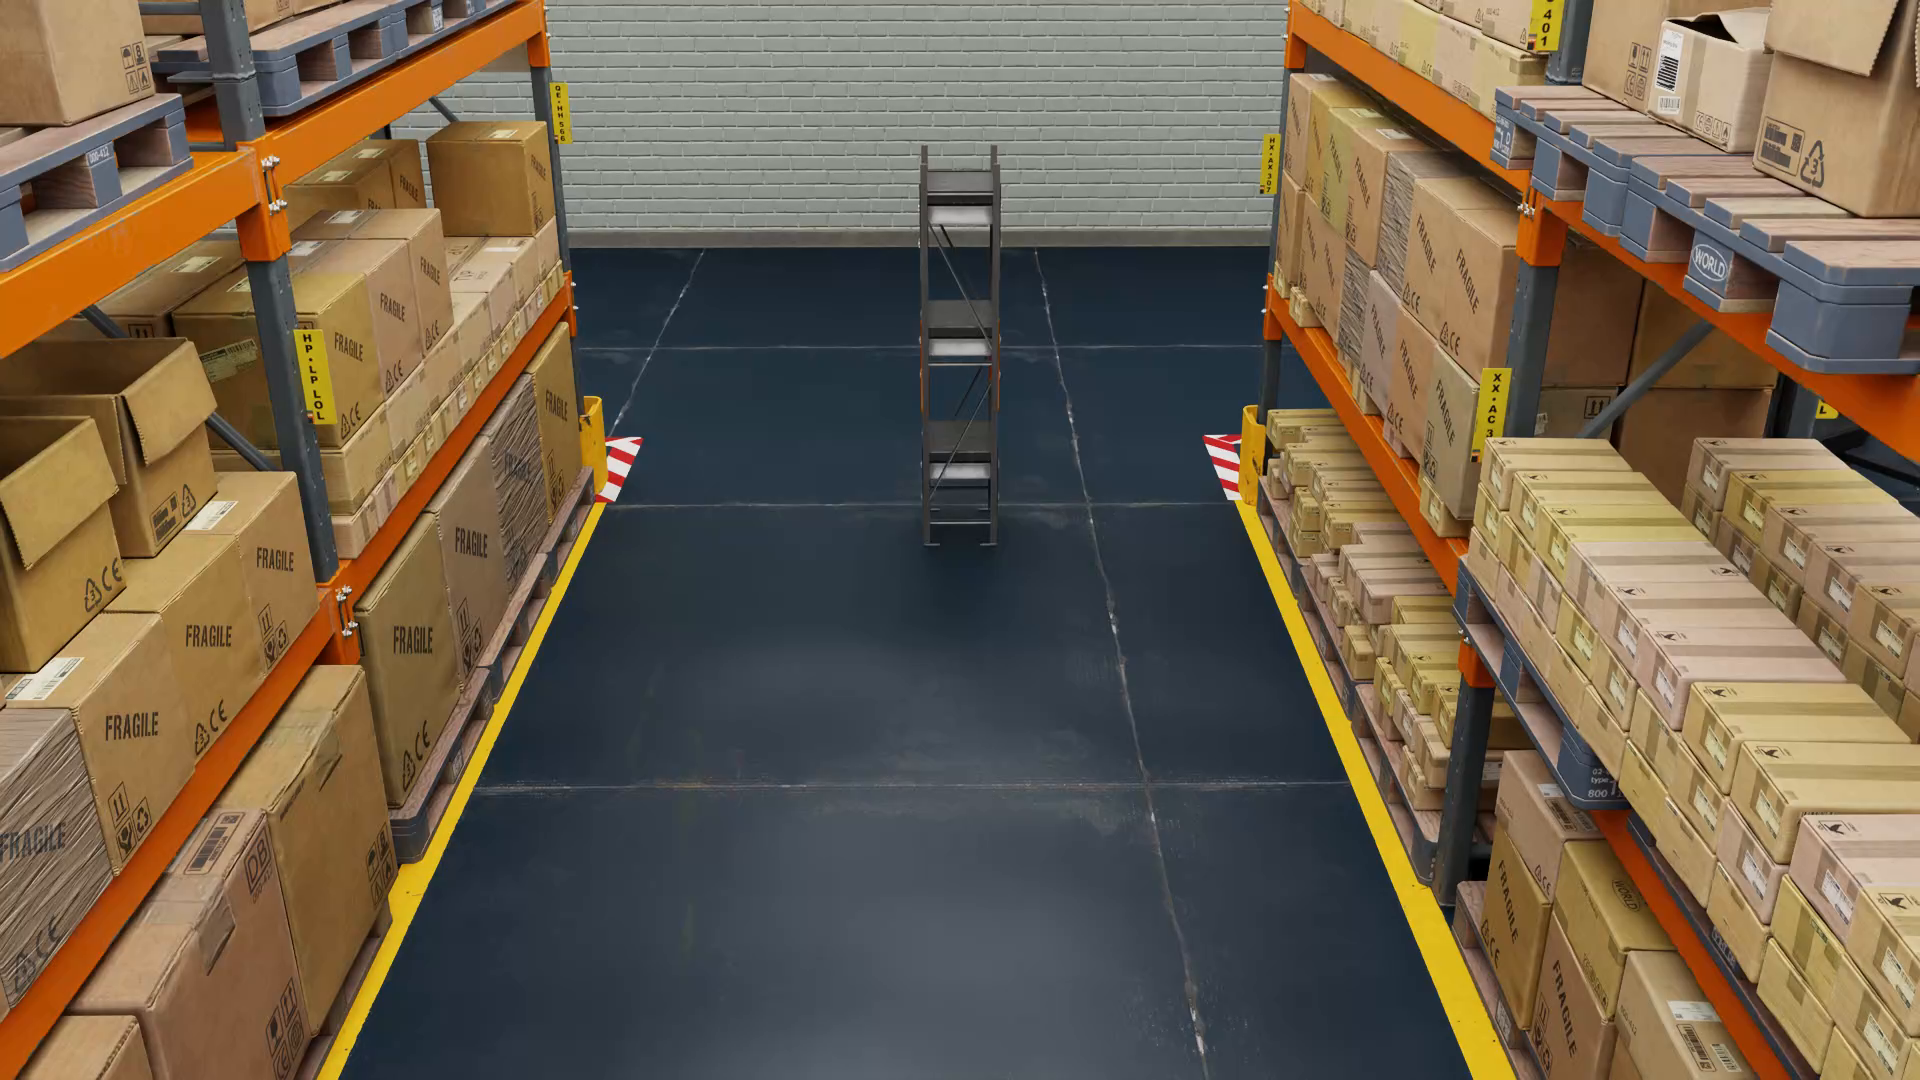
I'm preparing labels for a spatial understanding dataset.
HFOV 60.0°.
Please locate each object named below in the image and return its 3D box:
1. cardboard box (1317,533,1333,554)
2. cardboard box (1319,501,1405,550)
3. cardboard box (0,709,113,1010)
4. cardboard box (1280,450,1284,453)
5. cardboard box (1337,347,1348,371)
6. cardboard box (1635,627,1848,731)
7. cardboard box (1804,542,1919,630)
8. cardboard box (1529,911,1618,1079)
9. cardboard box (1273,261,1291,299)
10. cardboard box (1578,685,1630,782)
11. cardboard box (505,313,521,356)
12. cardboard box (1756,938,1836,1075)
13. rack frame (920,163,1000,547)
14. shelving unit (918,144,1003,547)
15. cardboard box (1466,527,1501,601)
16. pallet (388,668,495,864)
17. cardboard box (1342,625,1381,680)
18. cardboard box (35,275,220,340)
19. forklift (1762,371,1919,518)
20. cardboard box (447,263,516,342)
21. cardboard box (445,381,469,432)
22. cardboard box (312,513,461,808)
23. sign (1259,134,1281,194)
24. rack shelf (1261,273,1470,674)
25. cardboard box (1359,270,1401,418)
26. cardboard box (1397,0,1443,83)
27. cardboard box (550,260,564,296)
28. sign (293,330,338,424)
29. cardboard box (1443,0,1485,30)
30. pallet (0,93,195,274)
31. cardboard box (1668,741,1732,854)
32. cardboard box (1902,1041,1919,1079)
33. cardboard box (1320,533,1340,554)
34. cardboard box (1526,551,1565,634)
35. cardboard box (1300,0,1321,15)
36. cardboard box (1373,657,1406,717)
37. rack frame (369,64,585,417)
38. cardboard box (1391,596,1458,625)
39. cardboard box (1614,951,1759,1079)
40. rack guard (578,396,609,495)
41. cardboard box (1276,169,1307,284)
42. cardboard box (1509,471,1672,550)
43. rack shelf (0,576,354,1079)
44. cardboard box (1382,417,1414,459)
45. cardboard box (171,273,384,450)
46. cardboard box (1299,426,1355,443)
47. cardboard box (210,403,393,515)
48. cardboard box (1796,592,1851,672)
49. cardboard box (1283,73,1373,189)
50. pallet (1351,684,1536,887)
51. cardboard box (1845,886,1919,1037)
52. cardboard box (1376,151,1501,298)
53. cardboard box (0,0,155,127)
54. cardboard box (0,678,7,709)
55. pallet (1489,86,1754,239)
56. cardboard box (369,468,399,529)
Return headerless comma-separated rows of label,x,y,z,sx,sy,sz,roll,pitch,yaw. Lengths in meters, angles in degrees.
cardboard box,2.017,0.078,8.387,0.380,0.149,0.250,0,24,0
cardboard box,1.946,-0.071,7.995,0.380,0.149,0.250,0,24,0
cardboard box,-2.382,0.733,3.867,0.500,0.500,0.500,0,24,0
cardboard box,1.995,-0.478,9.256,0.380,0.149,0.250,1,24,2
cardboard box,2.008,-0.882,7.865,0.380,0.149,0.250,-1,24,-2
cardboard box,1.849,0.330,3.953,0.380,0.149,0.250,1,24,1
cardboard box,2.497,0.123,4.411,0.380,0.149,0.250,0,24,-1
cardboard box,2.040,1.452,4.922,0.500,0.500,0.500,1,24,2
cardboard box,1.921,-1.418,9.049,0.380,0.149,0.250,0,24,-1
cardboard box,1.846,0.494,4.312,0.380,0.149,0.250,-1,24,-3
cardboard box,-2.369,-1.006,8.139,0.380,0.149,0.250,-1,24,-2
cardboard box,1.860,0.929,3.350,0.380,0.149,0.250,-1,24,-3
rack frame,0.001,-0.924,8.746,0.400,2.100,0.015,0,24,-1
shelving unit,-0.002,-1.025,8.968,0.431,2.100,0.503,0,24,-1
cardboard box,1.834,0.069,5.253,0.380,0.149,0.250,-1,24,-3
pallet,-2.602,0.919,6.963,1.003,0.211,1.213,0,24,-1
cardboard box,1.933,0.502,7.449,0.380,0.149,0.250,0,24,-1
cardboard box,-2.944,-0.635,5.926,0.500,0.500,0.500,0,24,1
forklift,4.767,-1.761,9.588,1.130,2.935,3.031,-14,28,-28
cardboard box,-2.434,-1.136,7.944,0.500,0.250,0.500,-1,24,-2
cardboard box,-2.357,-0.581,7.200,0.380,0.149,0.250,0,24,0
cardboard box,-2.599,0.466,6.648,0.875,0.875,0.875,0,24,-1
sign,1.703,-2.059,9.112,0.100,0.325,0.005,0,24,-1
rack shelf,2.267,-0.515,7.622,1.077,0.370,4.000,0,24,-1
cardboard box,1.993,-0.817,6.934,0.500,0.500,0.500,0,24,-1
cardboard box,2.014,-1.933,6.426,0.500,0.250,0.500,-1,24,-1
cardboard box,-2.382,-1.427,9.069,0.380,0.149,0.250,0,24,0
sign,-2.129,-0.536,5.486,0.100,0.325,0.005,0,24,-1
cardboard box,2.036,-1.948,5.853,0.500,0.250,0.500,-1,24,-3
pallet,-2.612,-0.940,4.281,0.805,0.209,1.217,-1,24,-3
cardboard box,1.853,0.578,3.767,0.380,0.149,0.250,-1,24,-2
cardboard box,1.862,0.997,2.840,0.380,0.149,0.250,0,24,1
cardboard box,2.024,-0.049,8.308,0.380,0.149,0.250,-1,24,-3
cardboard box,1.842,0.146,4.721,0.380,0.149,0.250,0,24,1
cardboard box,1.995,-2.779,8.297,0.500,0.250,0.500,1,24,1
cardboard box,1.932,0.603,6.865,0.380,0.149,0.250,-1,24,-2
rack frame,-2.715,-1.686,9.339,1.000,3.000,0.127,0,24,-1
cardboard box,2.048,0.357,7.048,0.380,0.149,0.250,1,24,1
cardboard box,2.043,1.322,4.300,0.500,0.250,0.500,1,24,1
rack guard,-2.715,-0.557,9.876,1.175,0.500,0.348,0,24,-1
cardboard box,1.974,-1.662,8.802,0.500,0.500,0.500,1,24,2
cardboard box,1.843,-0.087,4.877,0.380,0.149,0.250,0,24,1
rack shelf,-2.650,1.114,4.020,1.077,0.370,4.000,0,24,-1
cardboard box,1.986,-0.455,6.921,0.380,0.149,0.250,-1,24,-3
cardboard box,-2.421,-0.646,5.948,0.500,0.500,0.500,0,24,-1
cardboard box,2.035,-0.500,8.943,0.380,0.149,0.250,0,24,0
cardboard box,-2.415,-0.300,6.095,0.500,0.250,0.500,-1,24,-2
cardboard box,2.502,0.255,4.480,0.380,0.149,0.250,-1,24,-2
cardboard box,1.985,-2.118,8.596,0.500,0.500,0.500,0,24,-1
pallet,2.246,0.975,6.838,1.003,0.211,1.213,0,24,-1
cardboard box,1.859,0.760,3.002,0.380,0.149,0.250,0,24,1
cardboard box,2.011,-1.272,6.727,0.500,0.500,0.500,0,24,1
cardboard box,-2.655,-1.403,4.441,0.700,0.500,0.500,0,24,1
cardboard box,-2.638,0.261,3.694,0.797,0.503,0.637,1,24,1
pallet,2.189,-1.045,4.509,1.213,0.211,1.003,0,24,-1
cardboard box,-2.345,-0.155,6.258,0.380,0.149,0.250,-1,24,-2
